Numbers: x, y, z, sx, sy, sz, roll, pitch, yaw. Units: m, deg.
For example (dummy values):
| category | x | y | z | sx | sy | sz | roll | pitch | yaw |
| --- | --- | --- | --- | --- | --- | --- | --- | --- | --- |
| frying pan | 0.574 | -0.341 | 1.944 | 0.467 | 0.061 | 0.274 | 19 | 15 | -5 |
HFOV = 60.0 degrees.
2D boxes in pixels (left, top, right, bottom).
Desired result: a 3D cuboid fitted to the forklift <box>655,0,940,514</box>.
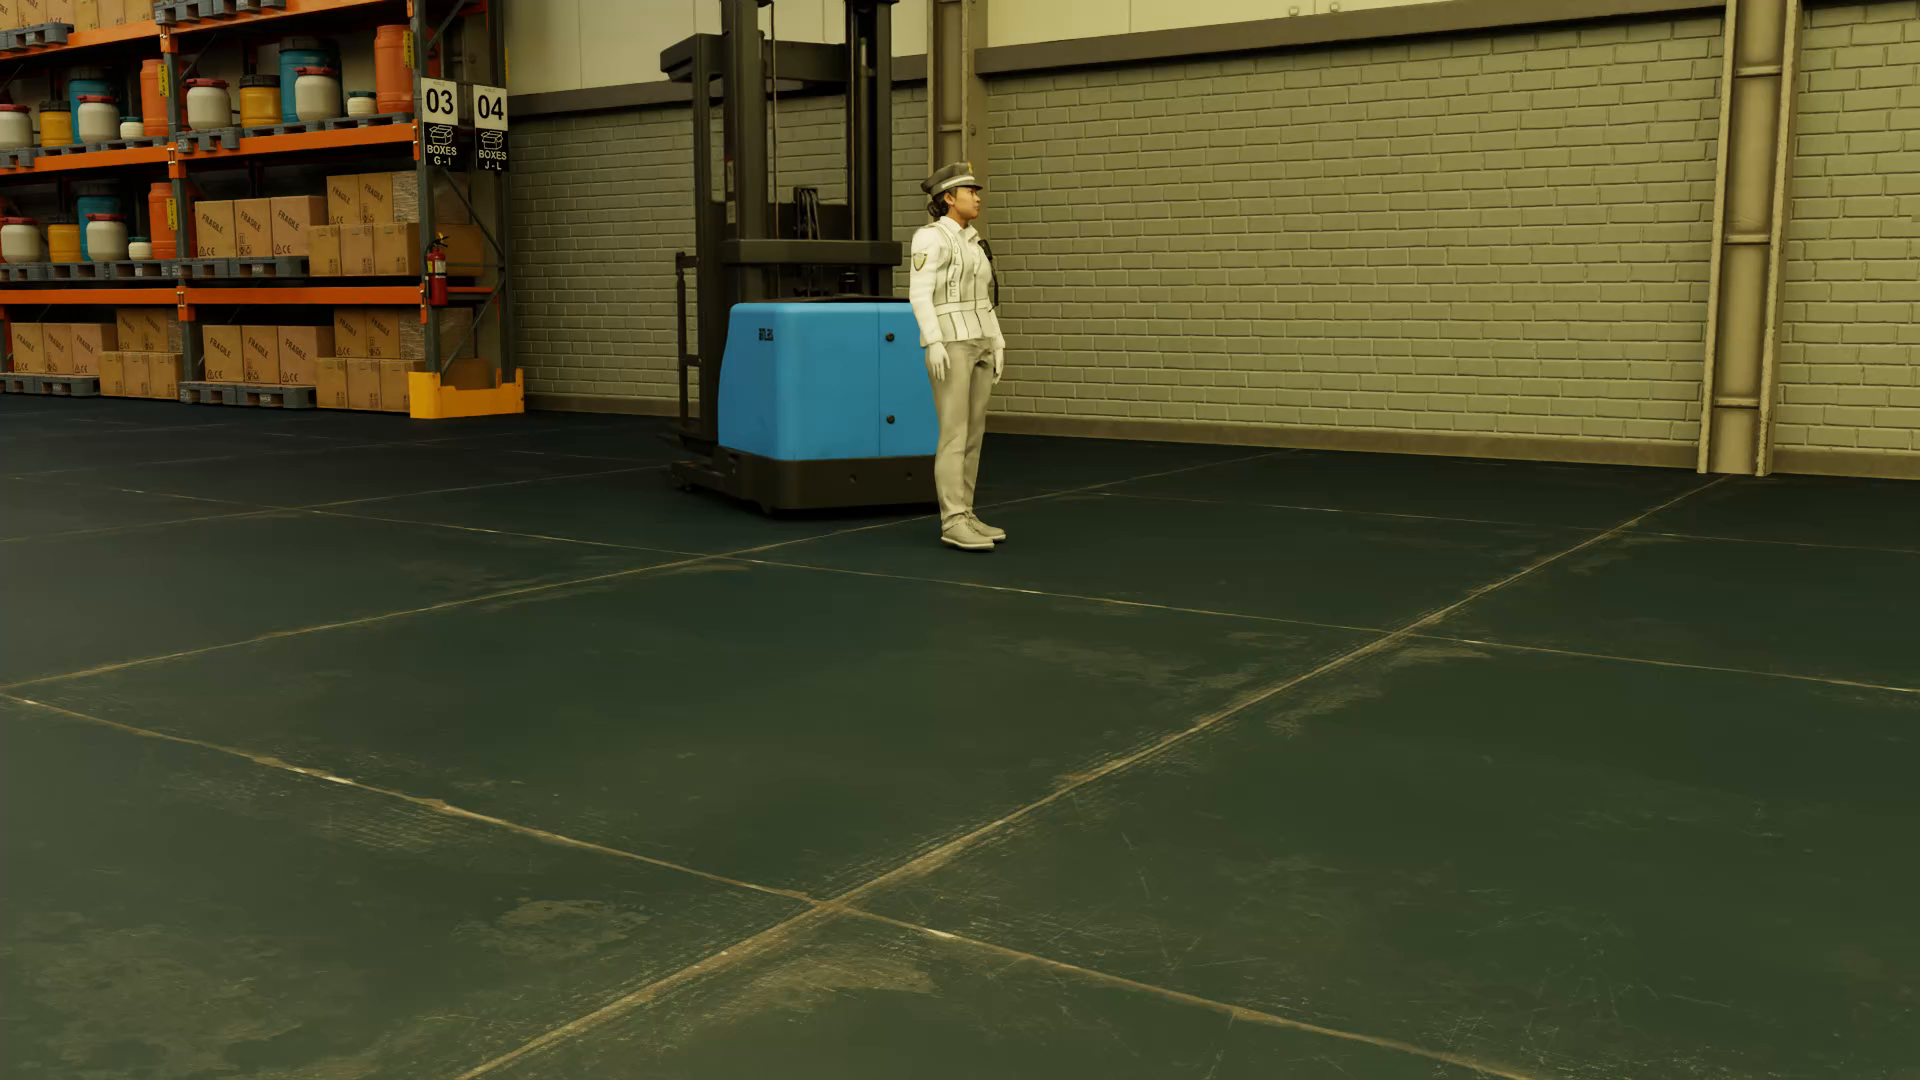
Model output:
| category | x | y | z | sx | sy | sz | roll | pitch | yaw |
| --- | --- | --- | --- | --- | --- | --- | --- | --- | --- |
| forklift | -1.042 | -1.748 | 9.484 | 1.130 | 2.935 | 3.031 | -4 | 9 | -25 |

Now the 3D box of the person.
| category | x | y | z | sx | sy | sz | roll | pitch | yaw |
| --- | --- | --- | --- | --- | --- | --- | --- | --- | --- |
| person | 0.052 | -0.840 | 7.441 | 0.533 | 1.697 | 0.588 | 5 | 10 | 34 |
